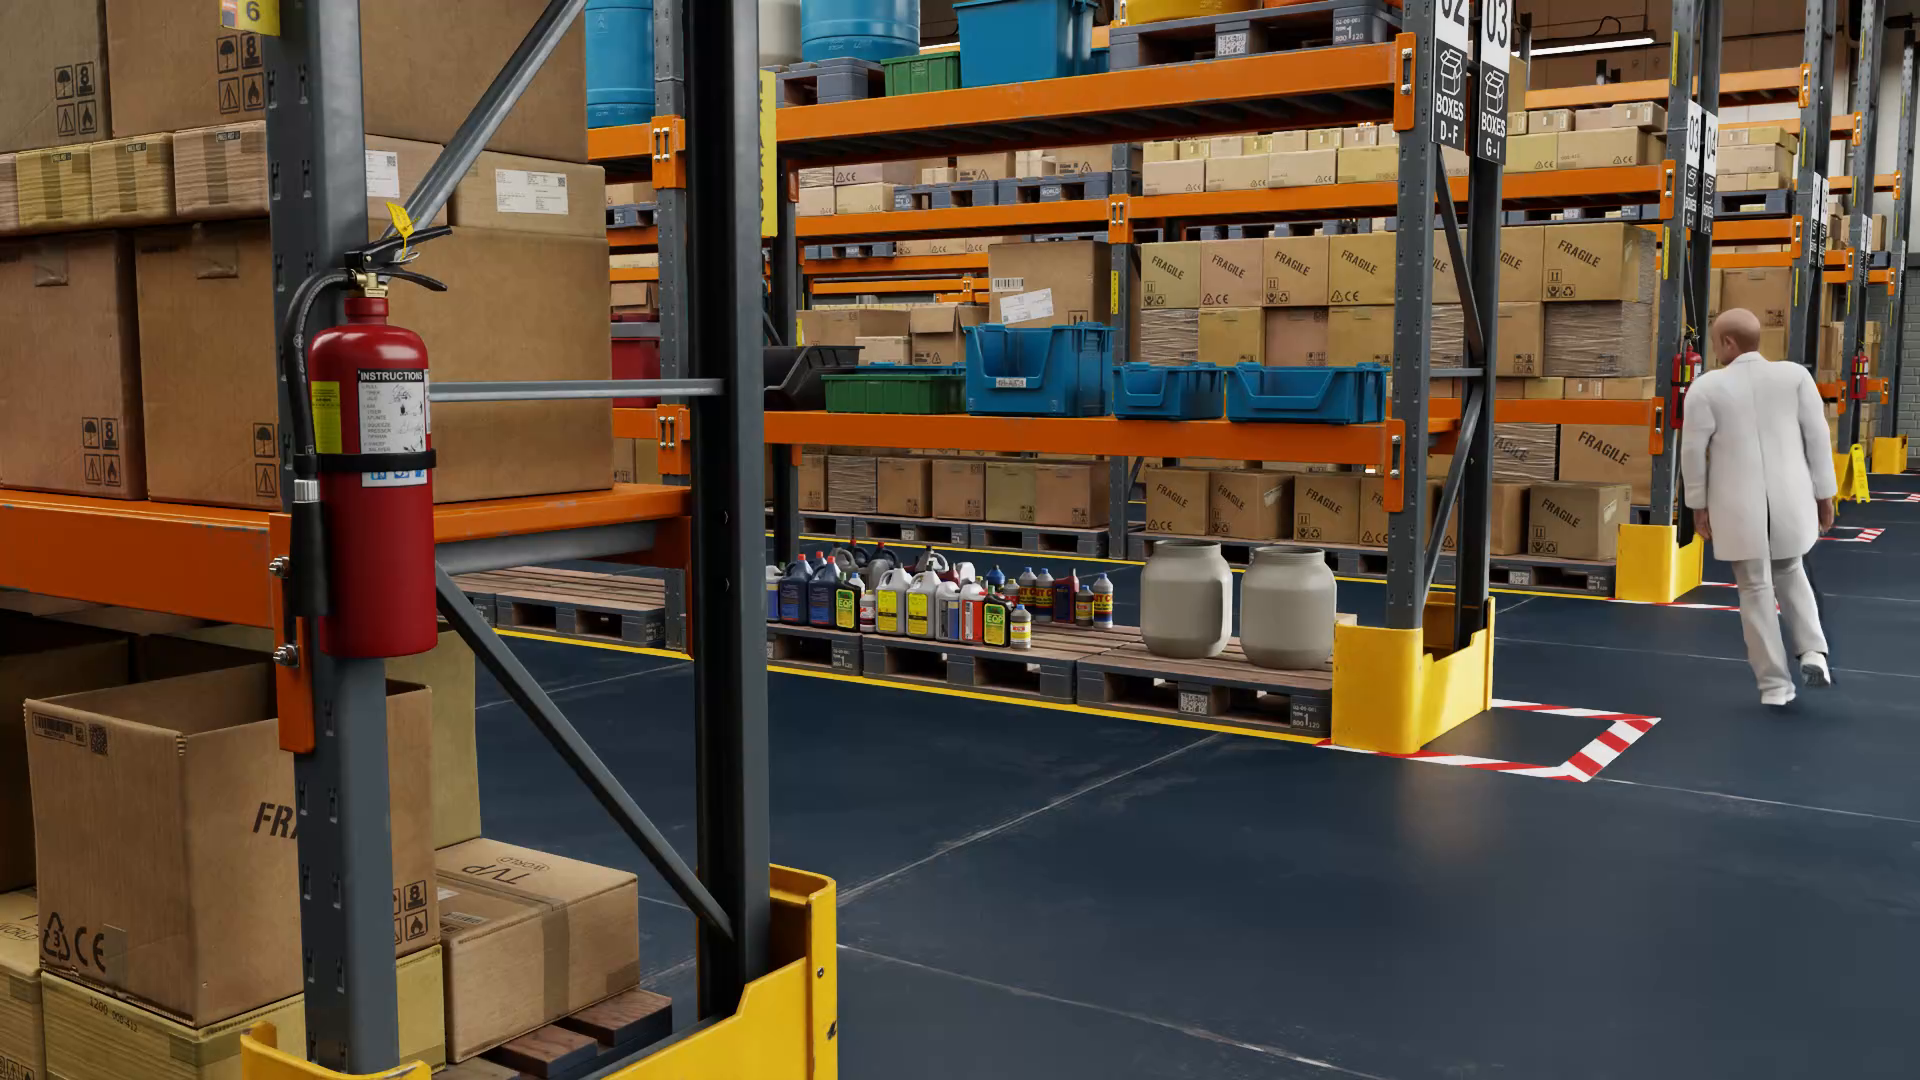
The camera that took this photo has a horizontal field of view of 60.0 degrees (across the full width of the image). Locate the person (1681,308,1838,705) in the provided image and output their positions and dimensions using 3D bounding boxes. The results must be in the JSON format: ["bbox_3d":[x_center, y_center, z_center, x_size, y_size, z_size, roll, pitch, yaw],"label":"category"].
[{"bbox_3d":[3.606,-0.153,7.507,0.693,1.768,0.466,2,6,16],"label":"person"}]
